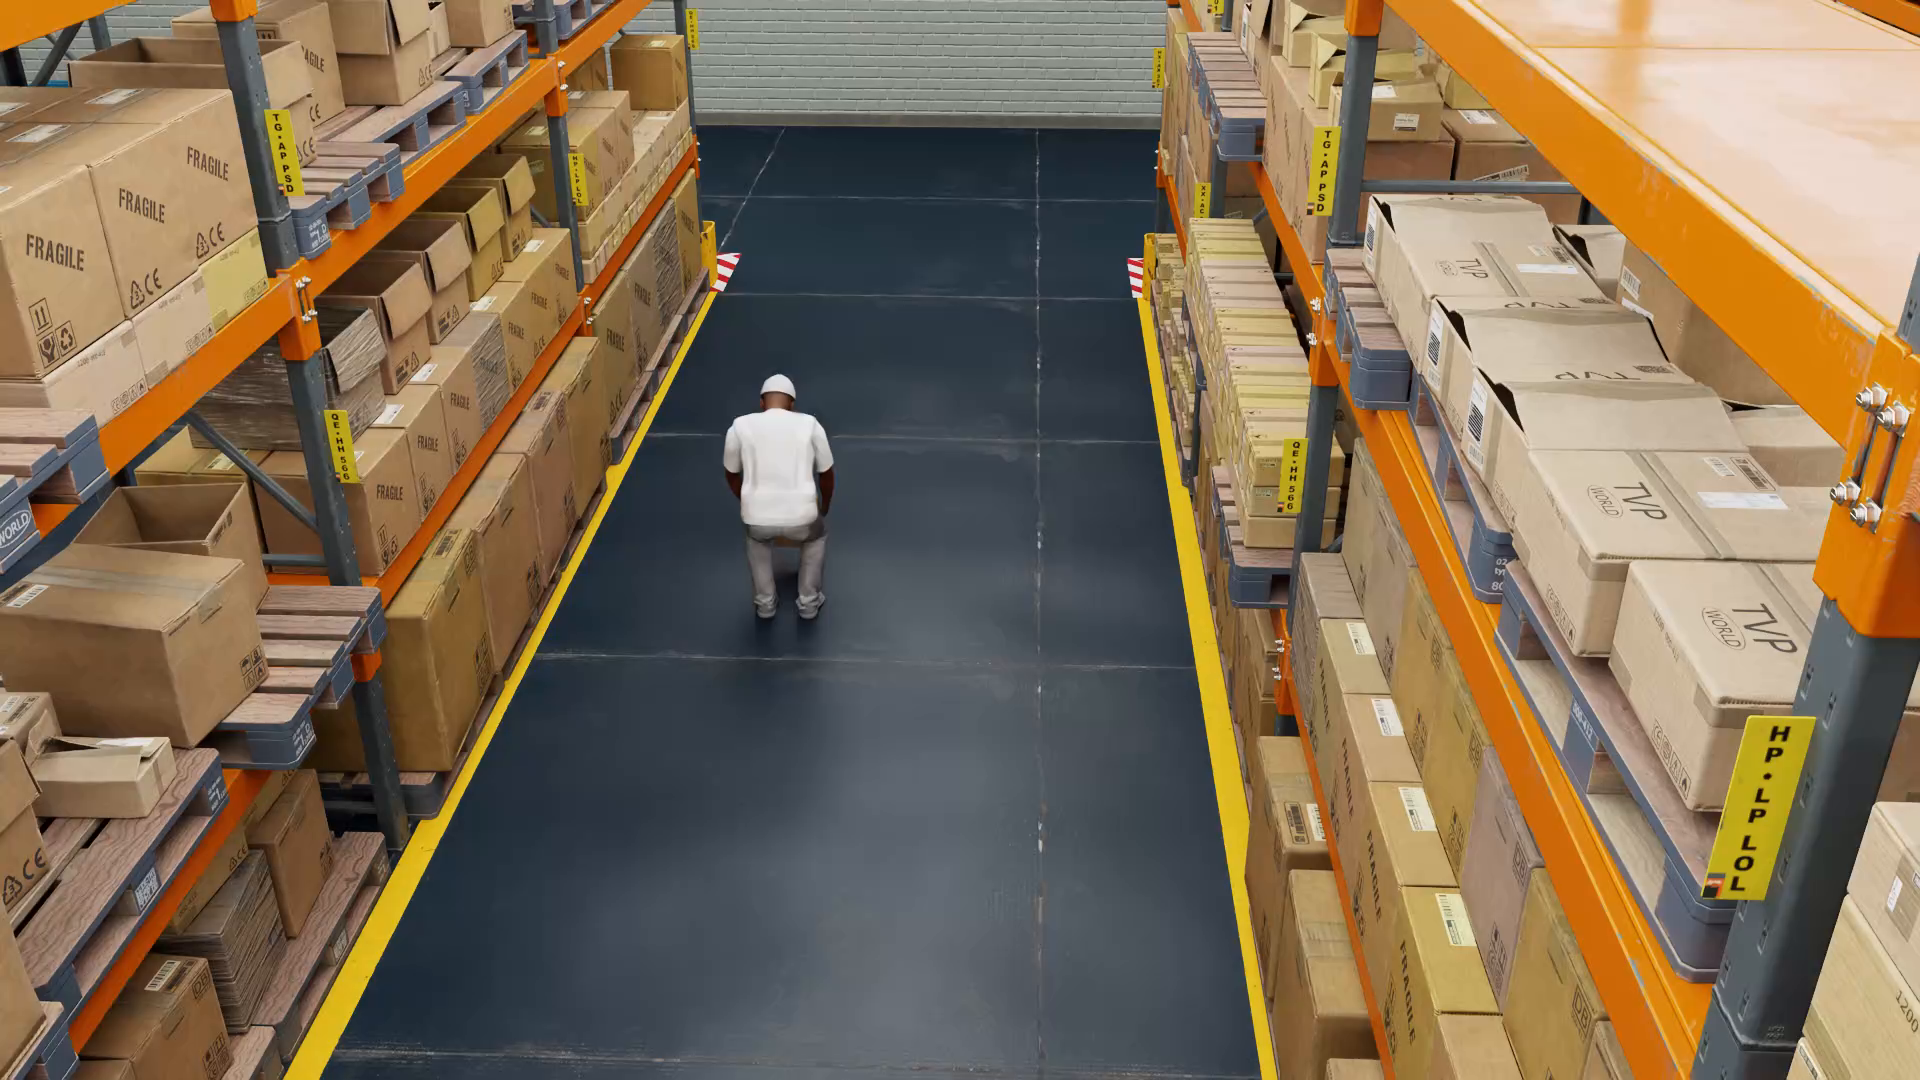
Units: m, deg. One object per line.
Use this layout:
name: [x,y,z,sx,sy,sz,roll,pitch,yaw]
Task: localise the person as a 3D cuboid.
person: [-1.043,-0.224,9.503,0.630,1.317,0.803,1,28,2]
